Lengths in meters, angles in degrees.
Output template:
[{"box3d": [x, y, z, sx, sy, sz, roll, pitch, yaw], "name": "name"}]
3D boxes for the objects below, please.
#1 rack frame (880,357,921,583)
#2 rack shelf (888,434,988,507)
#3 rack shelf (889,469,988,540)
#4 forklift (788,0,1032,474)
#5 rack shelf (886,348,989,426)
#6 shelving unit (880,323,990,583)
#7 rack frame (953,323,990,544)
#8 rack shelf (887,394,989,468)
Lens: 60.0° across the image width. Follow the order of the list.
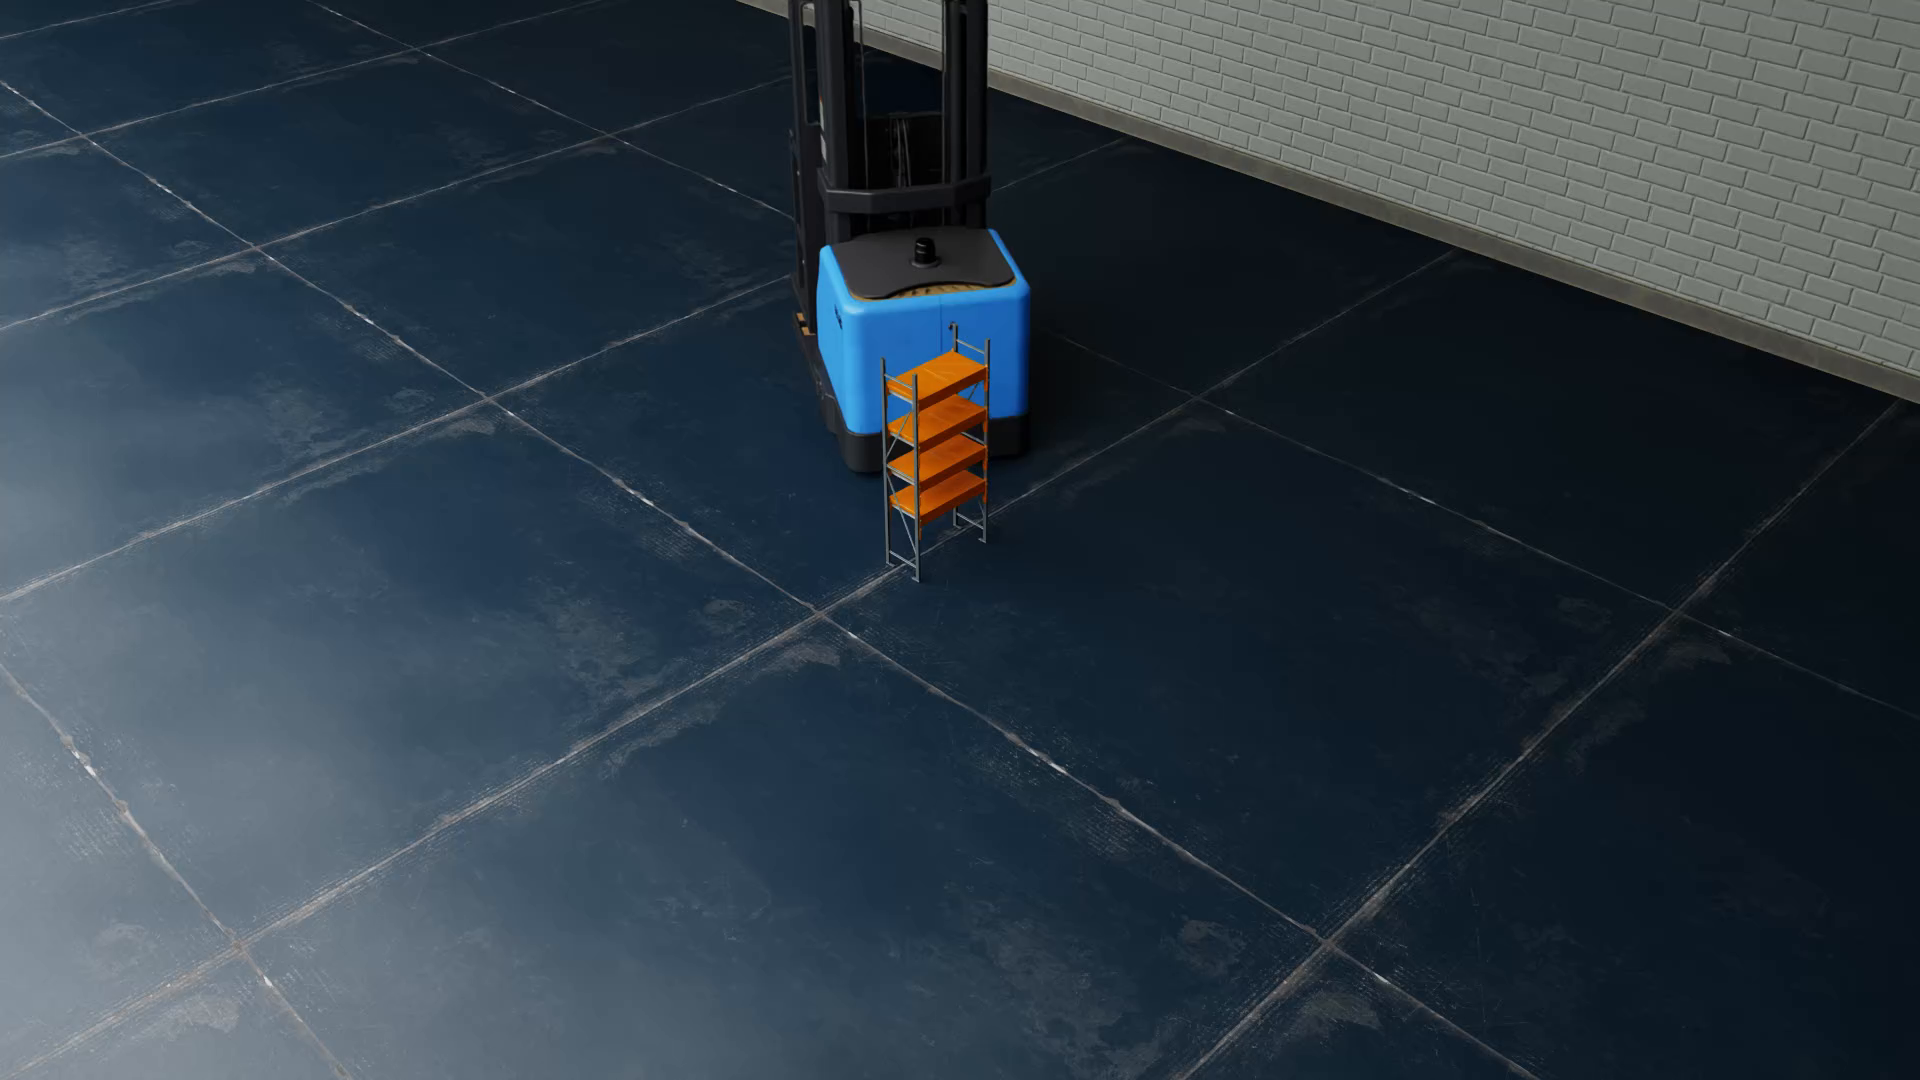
[{"box3d": [-0.289, -0.326, 8.159, 0.240, 1.200, 0.015, 30, 45, 35], "name": "rack frame"}, {"box3d": [-0.117, -0.370, 8.340, 0.258, 0.148, 0.480, 30, 45, 35], "name": "rack shelf"}, {"box3d": [-0.117, -0.207, 8.453, 0.258, 0.148, 0.480, 30, 45, 35], "name": "rack shelf"}, {"box3d": [-0.441, -2.404, 9.626, 1.130, 2.935, 3.031, -8, 36, -11], "name": "forklift"}, {"box3d": [-0.117, -0.747, 8.076, 0.258, 0.148, 0.480, 30, 45, 35], "name": "rack shelf"}, {"box3d": [-0.117, -0.425, 8.301, 0.258, 1.200, 0.503, 30, 45, 35], "name": "shelving unit"}, {"box3d": [0.055, -0.524, 8.443, 0.240, 1.200, 0.015, 30, 45, 35], "name": "rack frame"}, {"box3d": [-0.117, -0.553, 8.212, 0.258, 0.148, 0.480, 30, 45, 35], "name": "rack shelf"}]
